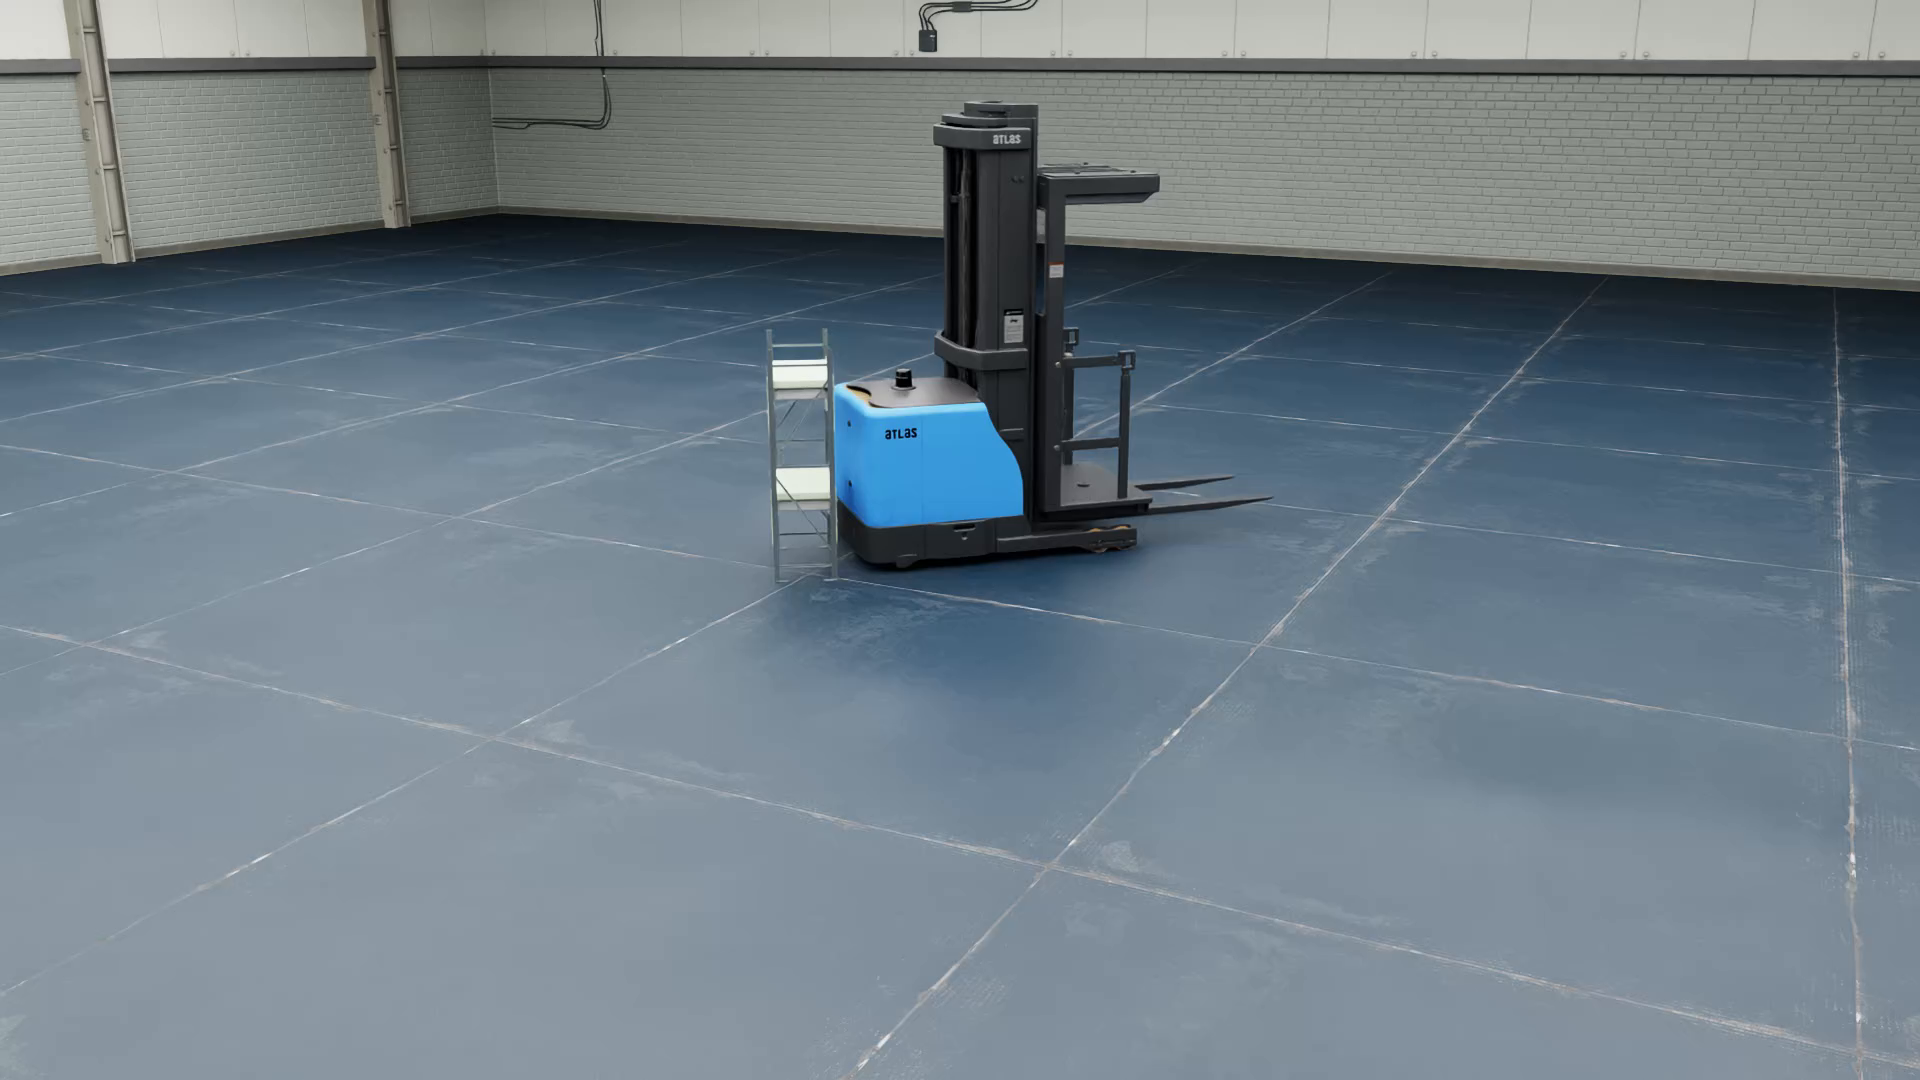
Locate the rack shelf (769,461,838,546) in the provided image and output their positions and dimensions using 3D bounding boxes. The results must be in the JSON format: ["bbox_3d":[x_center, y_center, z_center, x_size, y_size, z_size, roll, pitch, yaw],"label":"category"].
[{"bbox_3d":[-1.026,-0.245,10.860,0.431,0.370,0.720,-2,17,-6],"label":"rack shelf"}]

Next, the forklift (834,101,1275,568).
[{"bbox_3d":[0.688,-1.452,11.266,3.031,2.935,1.130,-5,17,-17],"label":"forklift"}]

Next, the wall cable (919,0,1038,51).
[{"bbox_3d":[0.330,-11.247,27.612,2.305,6.003,0.169,8,18,25],"label":"wall cable"}]

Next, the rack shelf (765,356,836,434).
[{"bbox_3d":[-1.027,-0.932,10.656,0.431,0.370,0.720,-2,17,-6],"label":"rack shelf"}]

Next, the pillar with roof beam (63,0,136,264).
[{"bbox_3d":[-9.485,-8.170,23.226,9.100,9.000,0.400,8,18,25],"label":"pillar with roof beam"}]

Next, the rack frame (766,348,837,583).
[{"bbox_3d":[-0.985,-0.454,10.419,0.400,1.500,0.023,-2,17,-6],"label":"rack frame"}]

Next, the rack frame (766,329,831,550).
[{"bbox_3d":[-1.068,-0.661,11.116,0.400,1.500,0.023,-2,17,-6],"label":"rack frame"}]

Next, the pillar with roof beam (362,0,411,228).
[{"bbox_3d":[-6.804,-9.698,28.372,9.100,9.000,0.400,8,18,25],"label":"pillar with roof beam"}]

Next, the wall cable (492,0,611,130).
[{"bbox_3d":[-8.156,-9.340,32.618,3.097,2.526,0.112,8,18,25],"label":"wall cable"}]

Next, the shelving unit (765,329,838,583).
[{"bbox_3d":[-1.027,-0.558,10.767,0.431,1.500,0.755,-2,17,-6],"label":"shelving unit"}]
